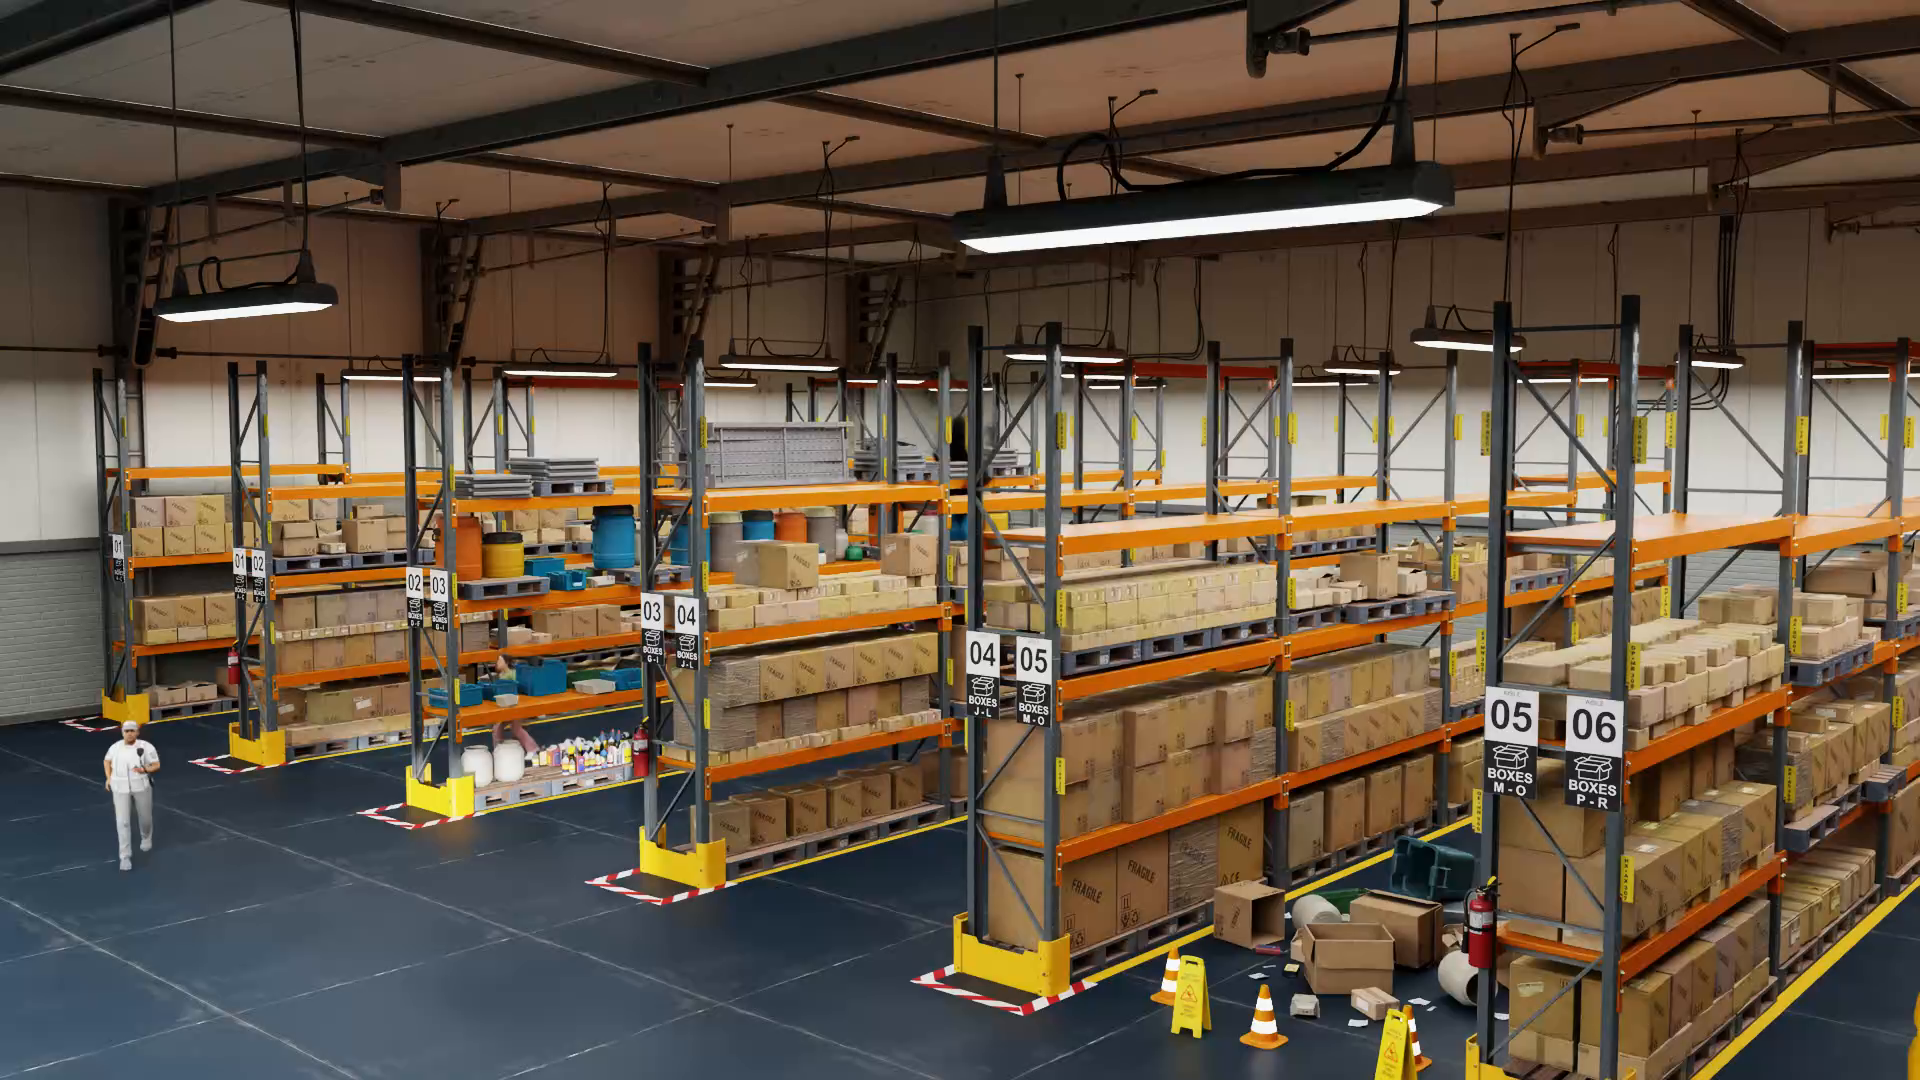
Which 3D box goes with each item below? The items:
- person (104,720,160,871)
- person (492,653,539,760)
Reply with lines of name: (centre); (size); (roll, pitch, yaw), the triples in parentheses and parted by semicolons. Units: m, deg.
person: (-9.581, 2.902, 19.251); (0.608, 1.650, 0.943); (-2, 5, -22)
person: (-6.613, 2.513, 24.623); (0.572, 1.702, 0.840); (4, 6, 42)
